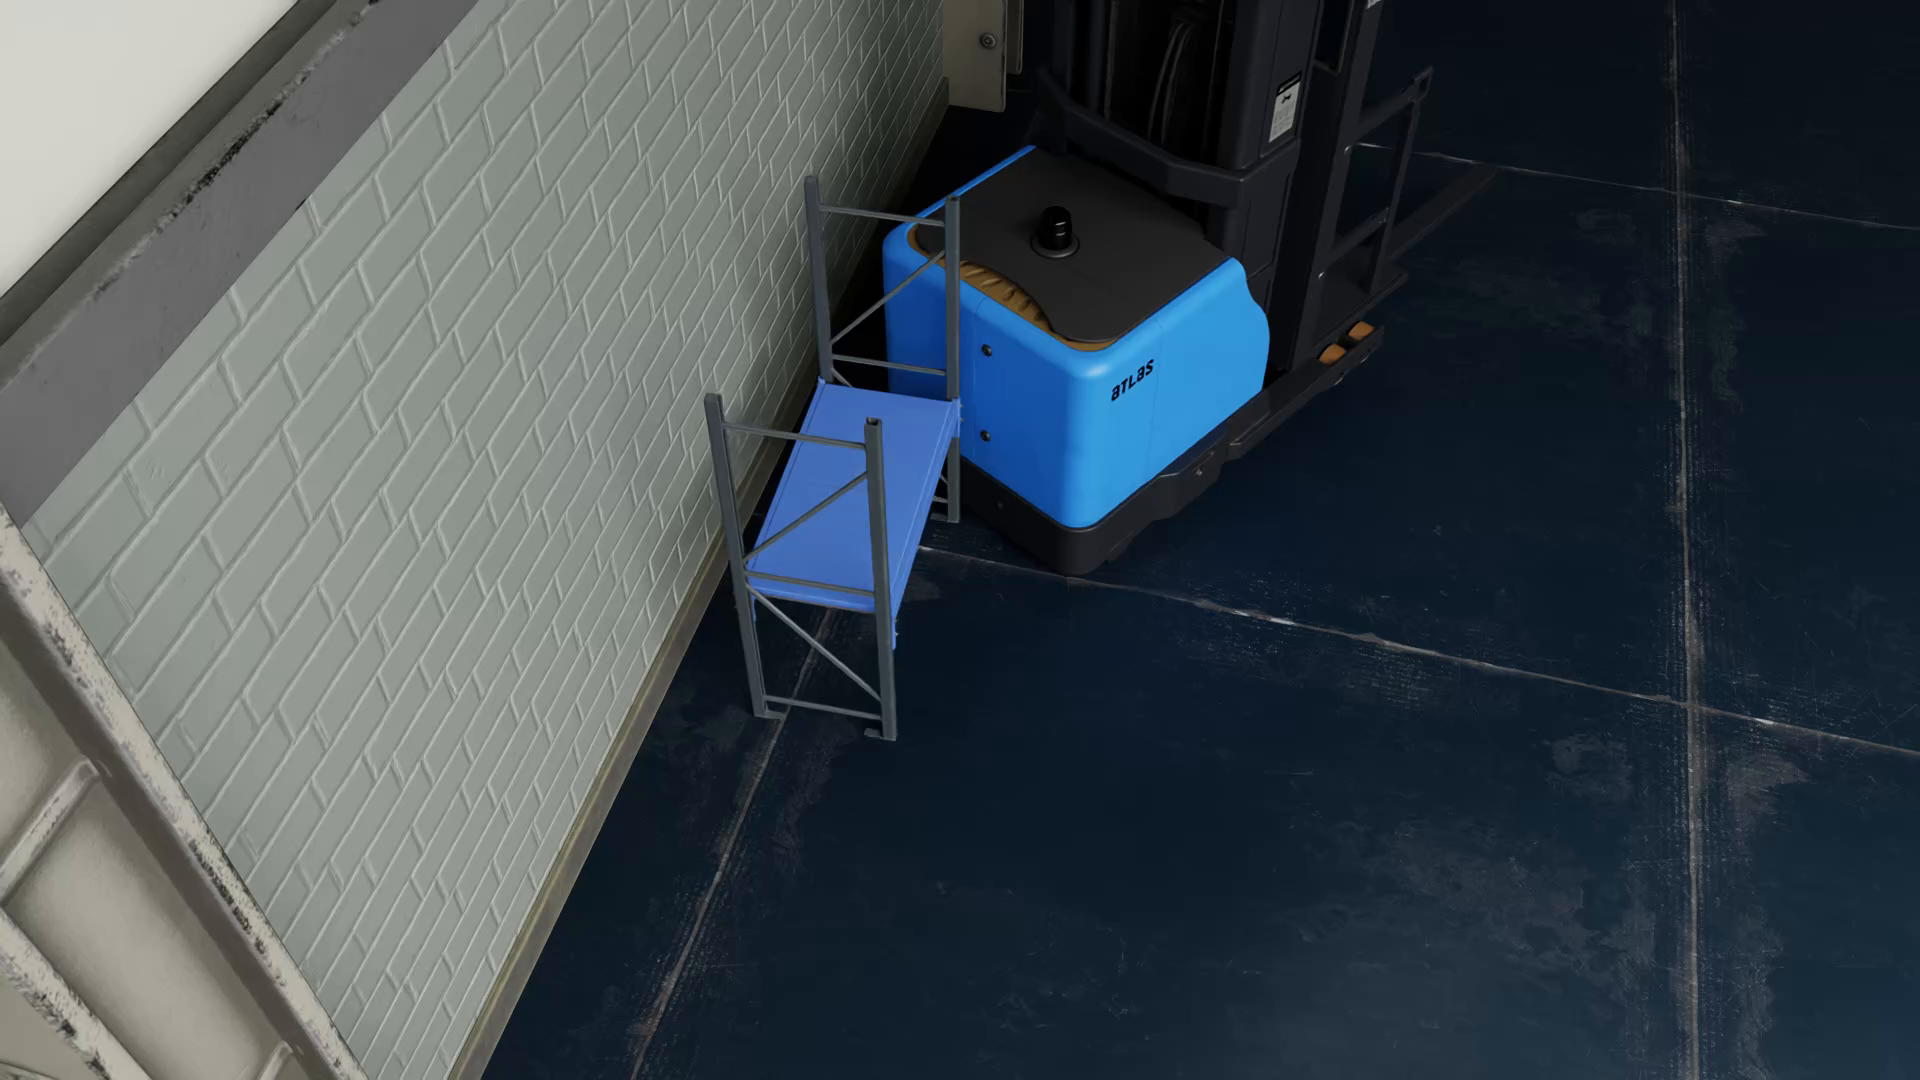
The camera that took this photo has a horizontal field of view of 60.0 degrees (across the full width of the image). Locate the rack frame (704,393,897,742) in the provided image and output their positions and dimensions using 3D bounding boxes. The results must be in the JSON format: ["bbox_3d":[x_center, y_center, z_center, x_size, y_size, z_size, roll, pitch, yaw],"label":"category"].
[{"bbox_3d":[-0.461,0.138,5.128,0.500,1.500,0.032,9,49,8],"label":"rack frame"}]

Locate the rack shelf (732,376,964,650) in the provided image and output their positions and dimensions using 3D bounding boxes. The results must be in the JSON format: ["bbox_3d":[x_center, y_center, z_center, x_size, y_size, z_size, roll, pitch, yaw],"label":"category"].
[{"bbox_3d":[-0.354,-0.116,5.592,0.538,0.185,1.000,9,49,8],"label":"rack shelf"}]

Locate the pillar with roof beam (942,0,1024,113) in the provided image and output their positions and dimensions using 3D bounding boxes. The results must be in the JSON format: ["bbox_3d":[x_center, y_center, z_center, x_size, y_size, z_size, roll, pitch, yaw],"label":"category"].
[{"bbox_3d":[4.264,-4.379,4.113,9.100,9.000,0.400,12,50,10],"label":"pillar with roof beam"}]

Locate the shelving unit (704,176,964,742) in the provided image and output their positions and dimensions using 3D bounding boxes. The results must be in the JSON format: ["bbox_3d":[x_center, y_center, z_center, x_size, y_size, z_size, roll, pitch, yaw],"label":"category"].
[{"bbox_3d":[-0.354,-0.235,5.457,0.538,1.500,1.048,9,49,8],"label":"shelving unit"}]

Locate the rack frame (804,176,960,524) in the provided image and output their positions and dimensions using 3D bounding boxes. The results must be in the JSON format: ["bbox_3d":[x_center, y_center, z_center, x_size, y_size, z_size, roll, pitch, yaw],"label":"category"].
[{"bbox_3d":[-0.247,-0.607,5.786,0.500,1.500,0.032,9,49,8],"label":"rack frame"}]

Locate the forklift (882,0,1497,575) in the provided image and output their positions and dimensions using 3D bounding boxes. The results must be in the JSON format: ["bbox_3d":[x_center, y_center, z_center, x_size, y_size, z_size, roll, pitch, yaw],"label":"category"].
[{"bbox_3d":[1.102,-1.847,5.925,1.130,2.935,3.031,36,58,28],"label":"forklift"}]
